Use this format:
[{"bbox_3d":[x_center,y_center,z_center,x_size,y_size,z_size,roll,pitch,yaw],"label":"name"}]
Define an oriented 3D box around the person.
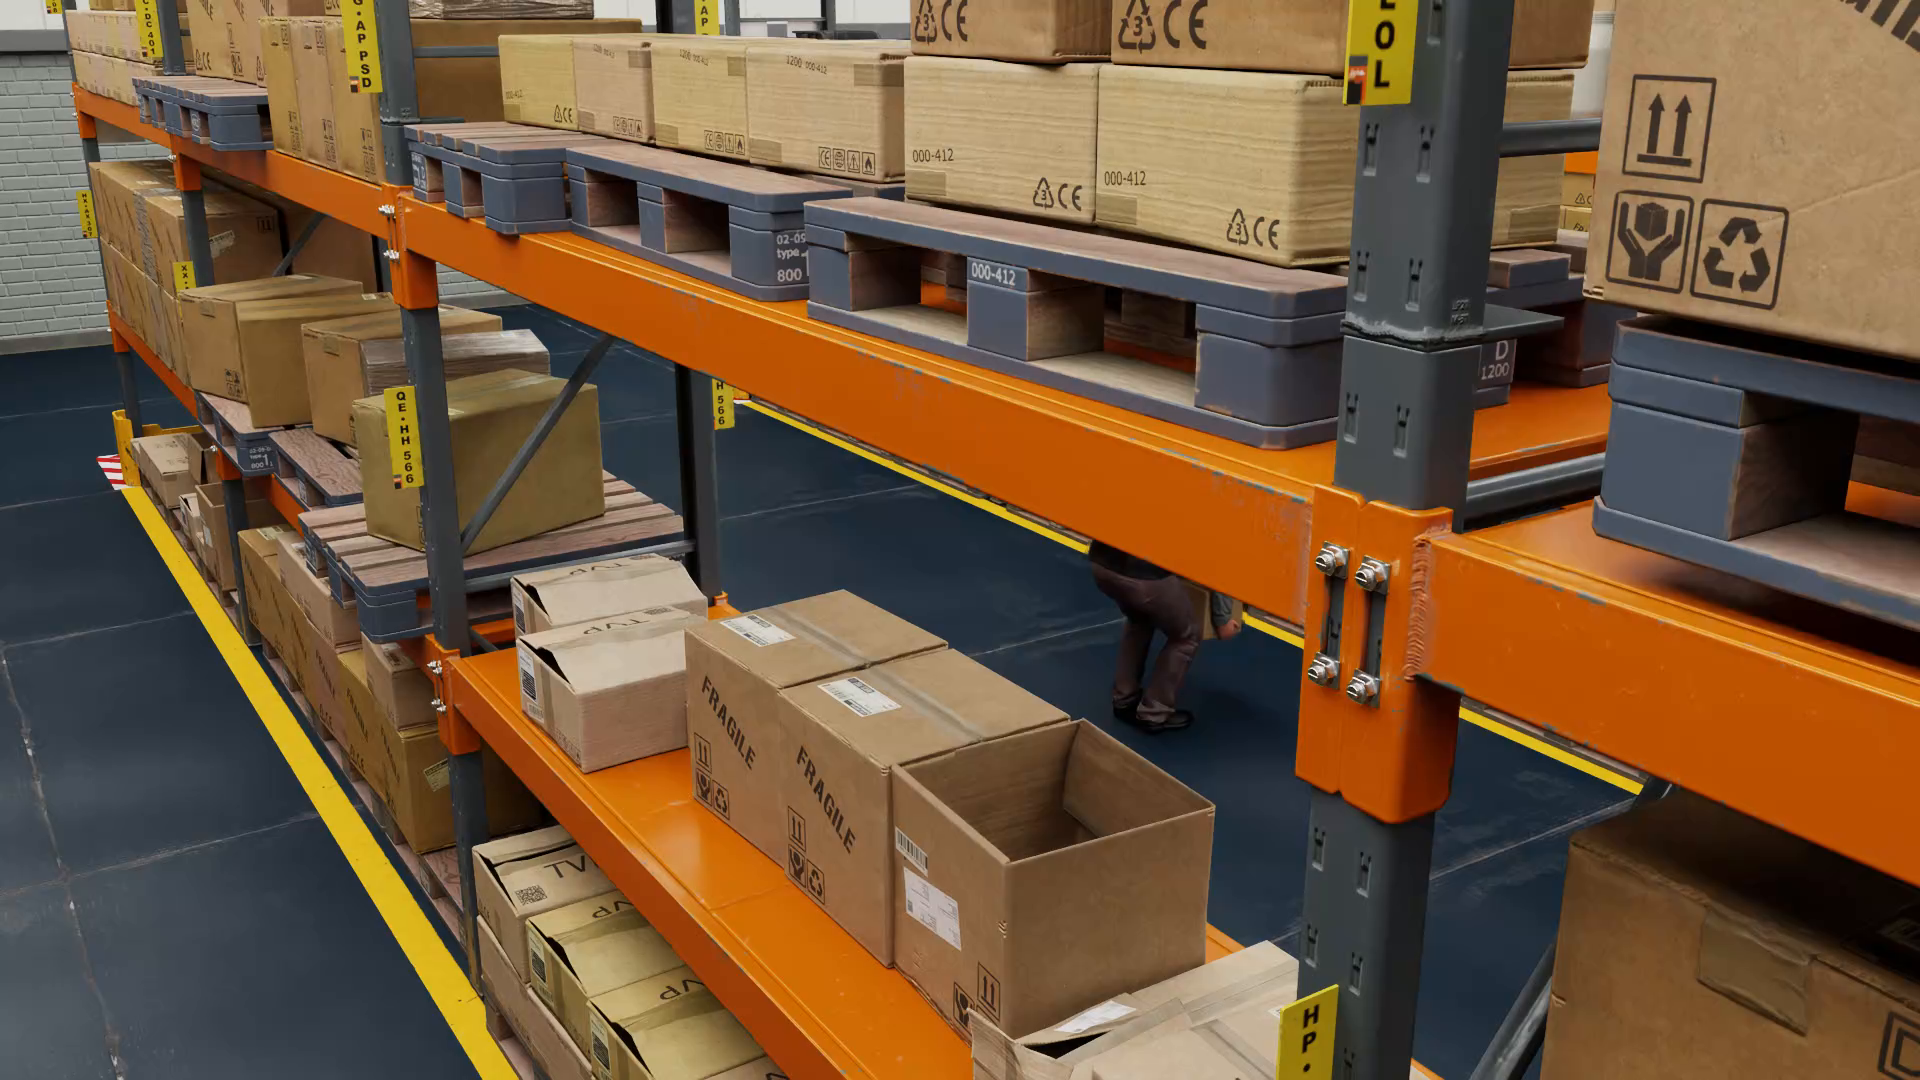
[{"bbox_3d":[1.044,0.289,8.077,0.931,1.184,0.475,-12,22,-34],"label":"person"}]
